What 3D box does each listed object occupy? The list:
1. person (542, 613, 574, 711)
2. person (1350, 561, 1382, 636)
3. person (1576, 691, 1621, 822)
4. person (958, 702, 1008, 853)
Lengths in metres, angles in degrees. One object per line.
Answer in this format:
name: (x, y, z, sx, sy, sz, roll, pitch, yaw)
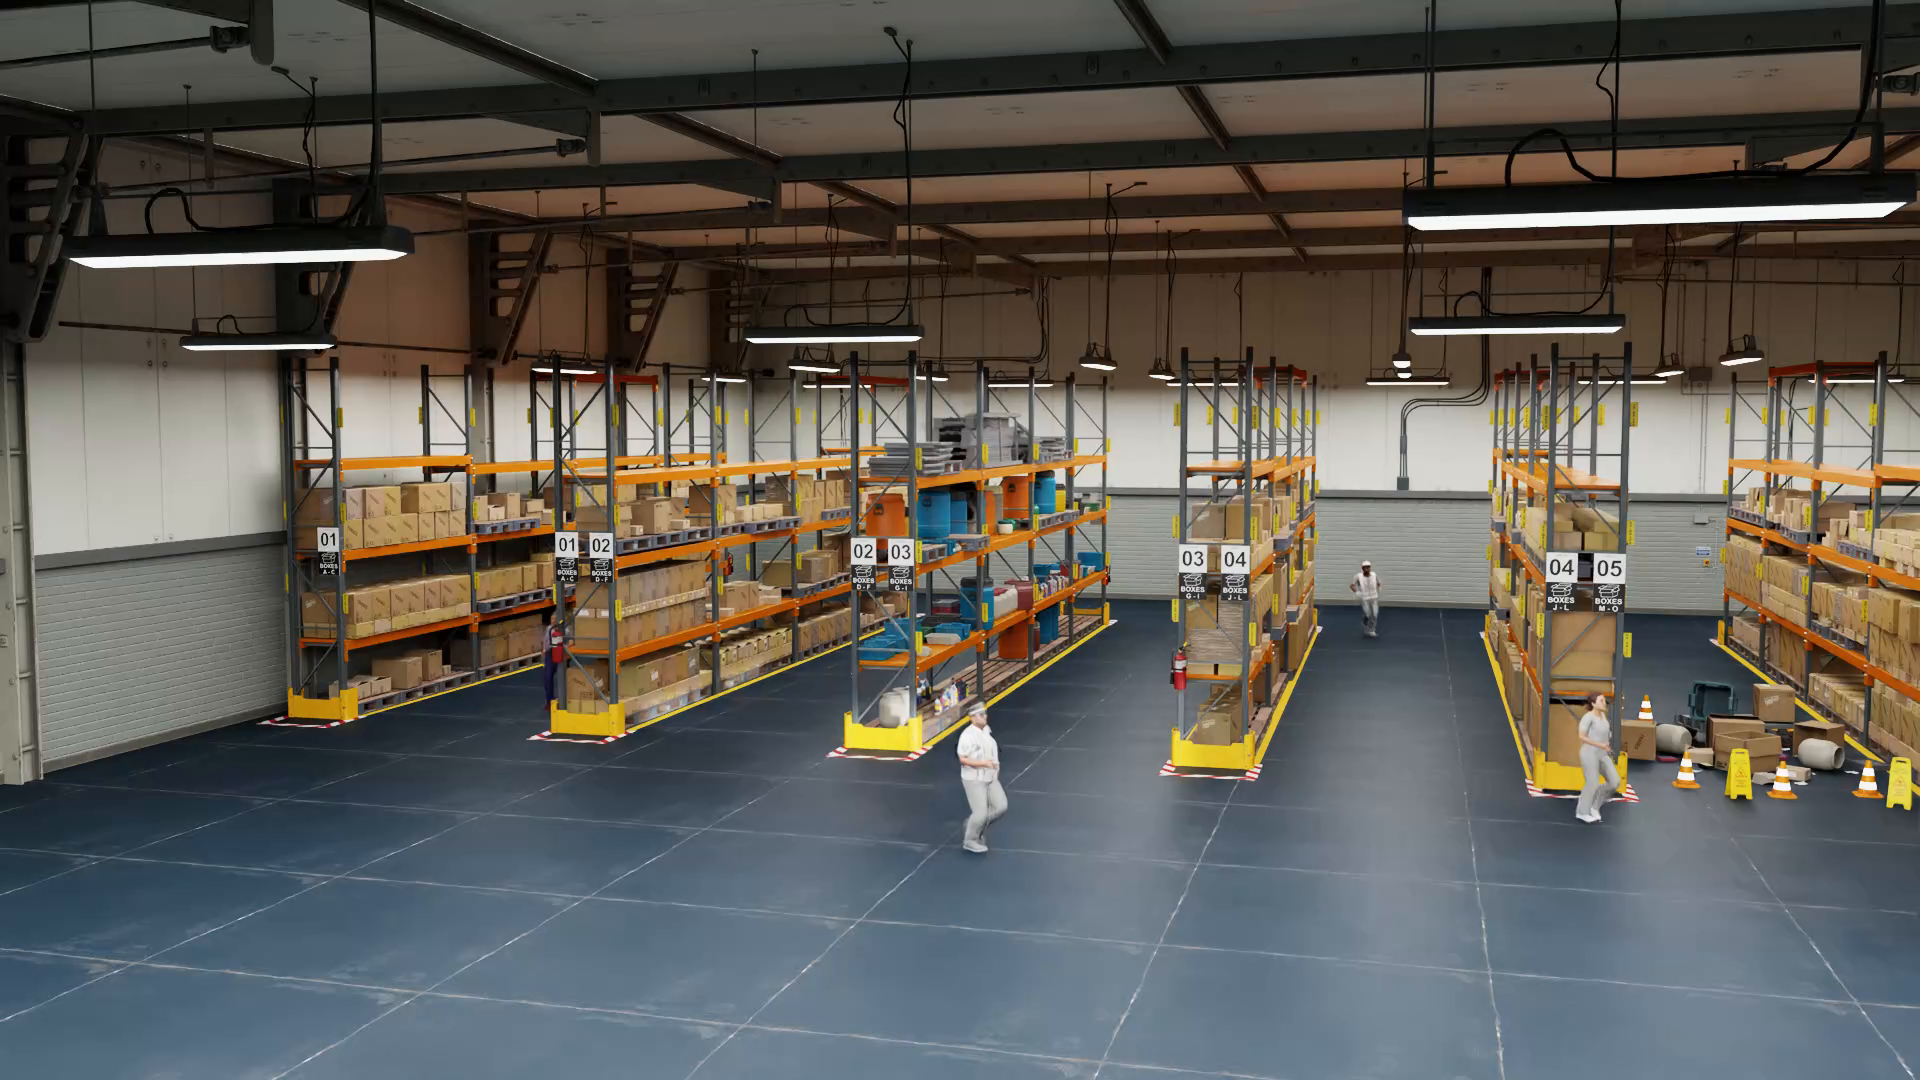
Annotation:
person: (-6.974, 2.079, 28.785, 0.623, 1.654, 0.820, 1, 4, 11)
person: (9.310, 1.347, 37.940, 0.692, 1.726, 0.598, 0, 4, -6)
person: (7.844, 2.675, 20.460, 0.574, 1.636, 0.591, -2, 5, -29)
person: (0.291, 2.724, 19.084, 0.602, 1.744, 0.650, 3, 5, 39)
